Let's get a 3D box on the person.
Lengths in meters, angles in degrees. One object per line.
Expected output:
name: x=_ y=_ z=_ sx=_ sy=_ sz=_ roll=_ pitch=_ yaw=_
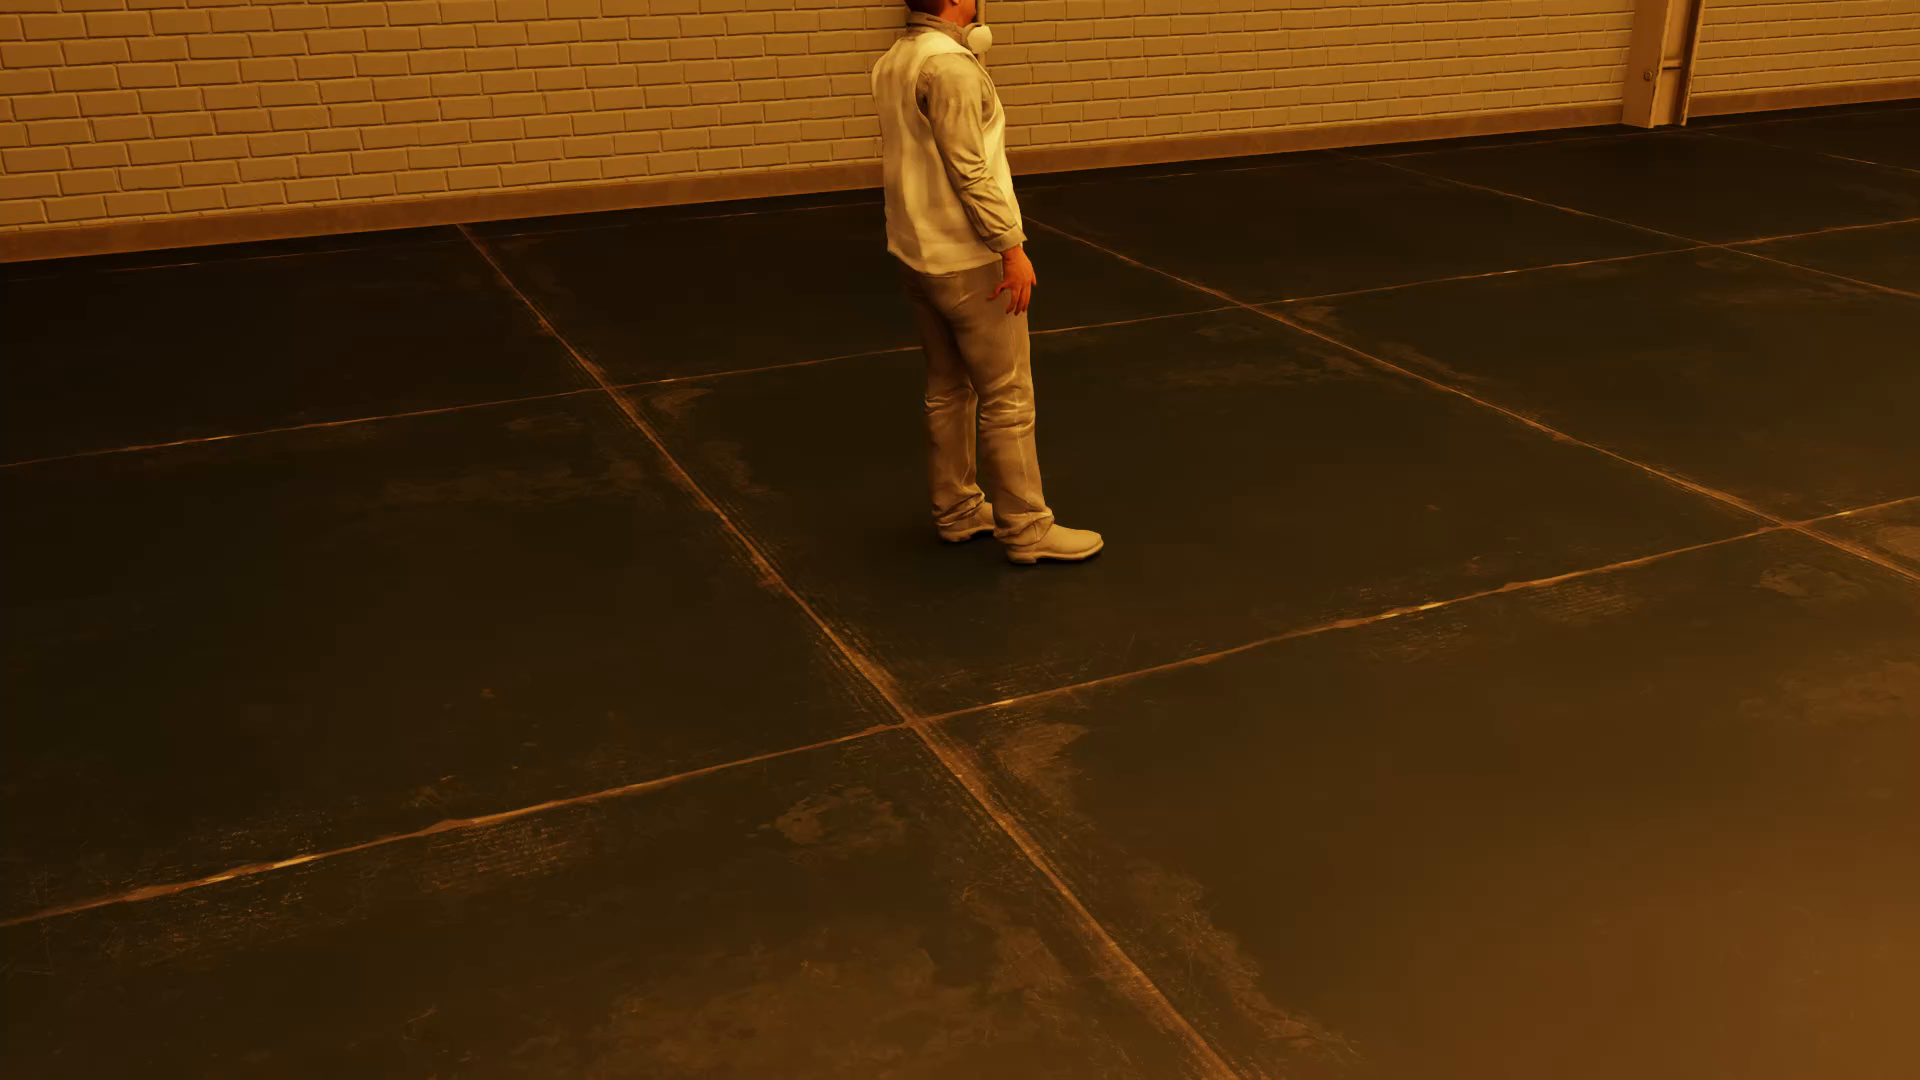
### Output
person: x=0.059 y=-0.833 z=4.781 sx=0.568 sy=1.773 sz=0.632 roll=-10 pitch=25 yaw=-23
